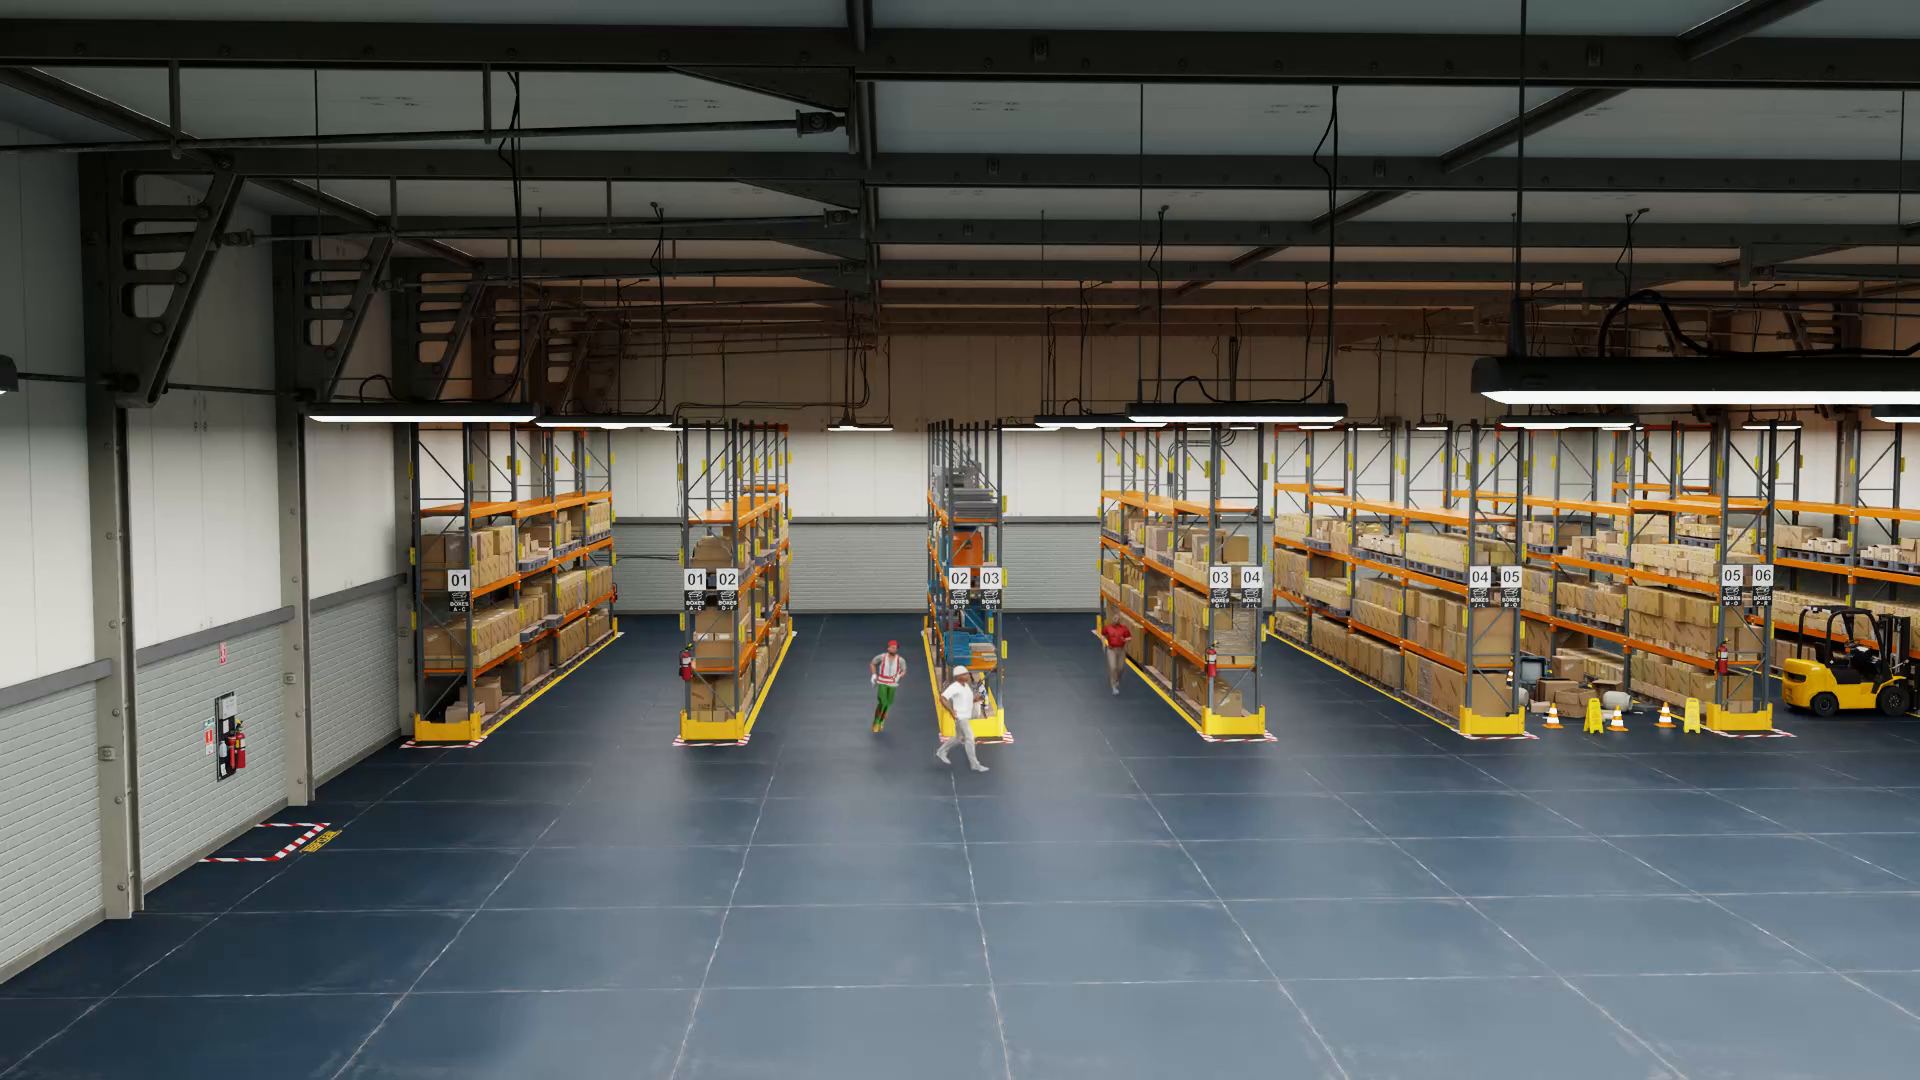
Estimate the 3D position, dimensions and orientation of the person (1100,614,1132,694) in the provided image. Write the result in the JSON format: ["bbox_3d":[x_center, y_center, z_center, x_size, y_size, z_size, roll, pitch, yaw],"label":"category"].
[{"bbox_3d":[3.455,2.488,36.723,0.662,1.716,0.989,0,4,-6],"label":"person"}]

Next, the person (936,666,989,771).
[{"bbox_3d":[0.043,3.006,28.181,0.963,1.754,0.691,1,4,18],"label":"person"}]

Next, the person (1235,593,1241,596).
[{"bbox_3d":[8.040,1.805,48.430,0.664,1.696,0.621,-3,5,-38],"label":"person"}]

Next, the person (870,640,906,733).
[{"bbox_3d":[-1.373,2.809,31.947,0.691,1.771,0.673,-1,4,-15],"label":"person"}]
